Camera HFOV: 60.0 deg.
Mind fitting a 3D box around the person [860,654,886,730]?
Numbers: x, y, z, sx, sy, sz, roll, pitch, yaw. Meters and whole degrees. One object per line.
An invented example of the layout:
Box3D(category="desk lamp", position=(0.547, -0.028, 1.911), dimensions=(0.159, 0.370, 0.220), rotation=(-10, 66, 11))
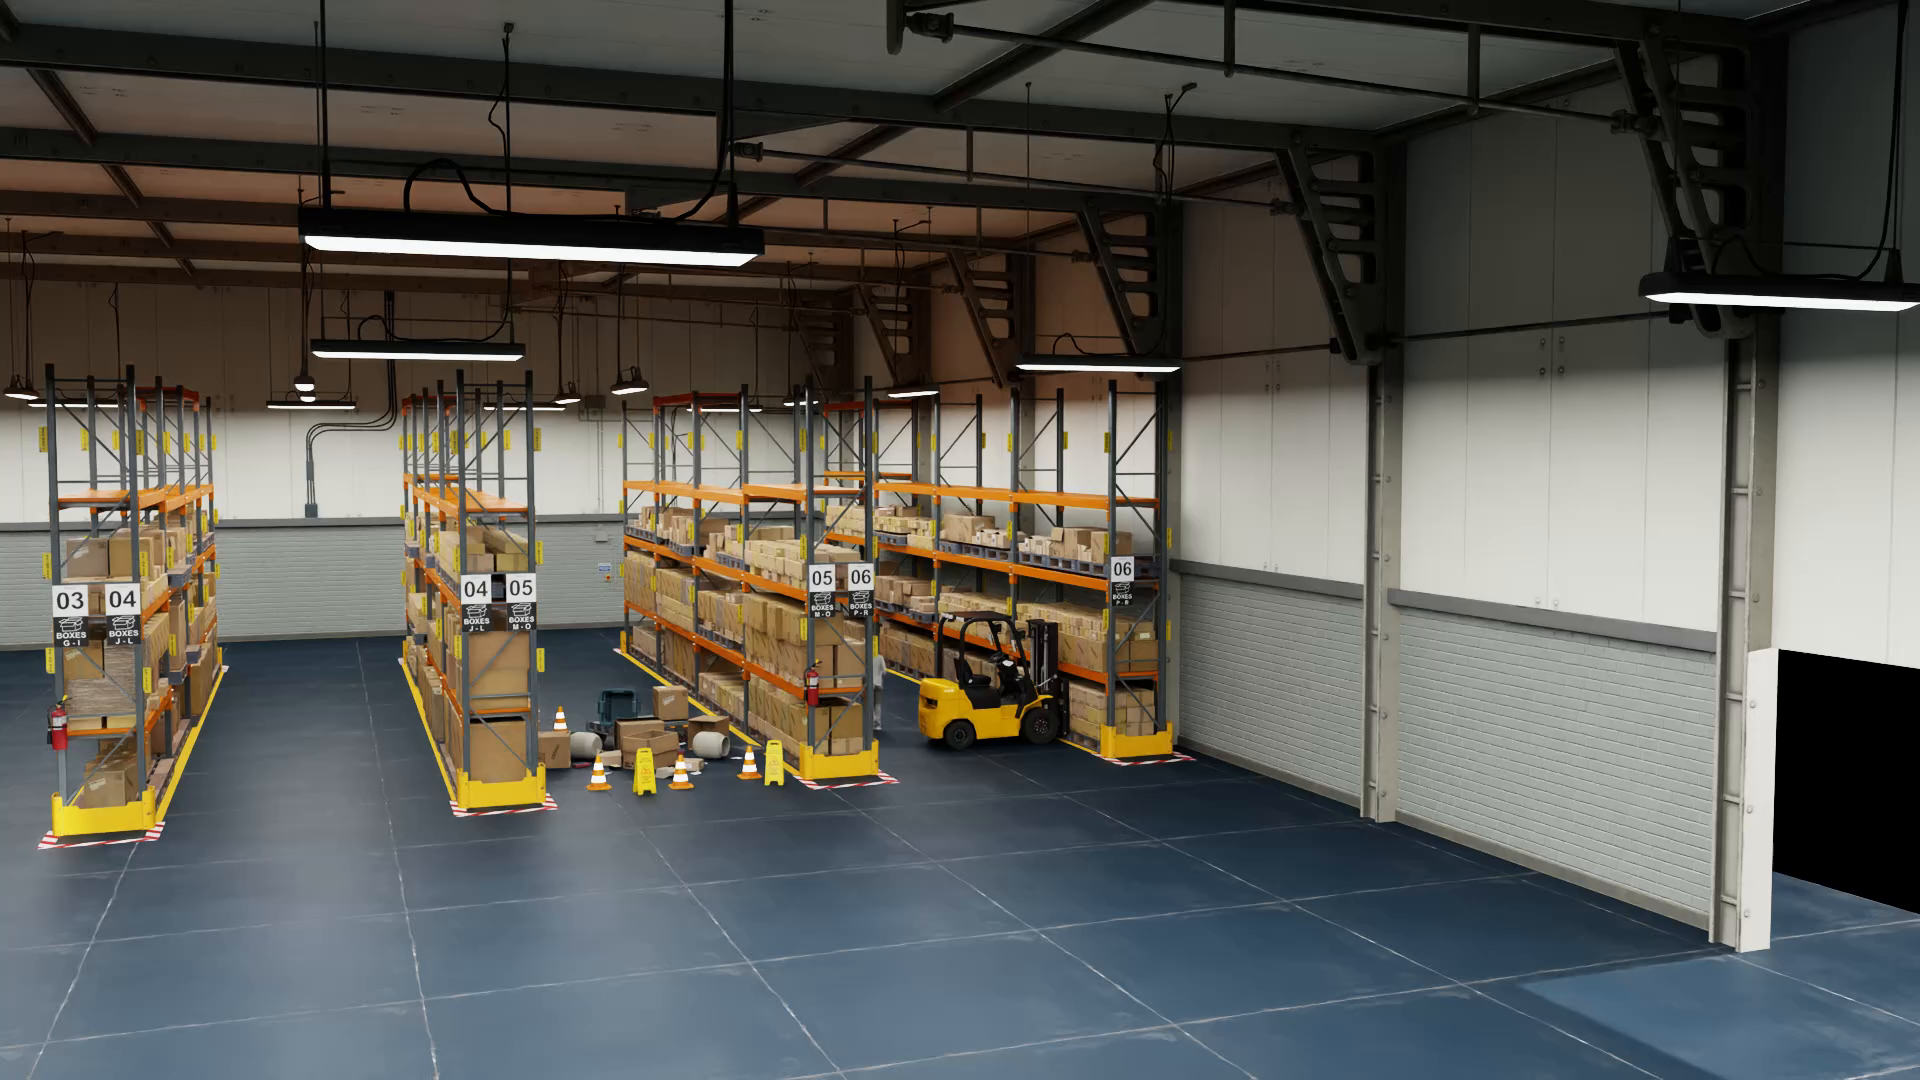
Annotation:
Box3D(category="person", position=(-1.545, 2.560, 29.245), dimensions=(0.550, 1.477, 0.755), rotation=(-1, 4, -18))
